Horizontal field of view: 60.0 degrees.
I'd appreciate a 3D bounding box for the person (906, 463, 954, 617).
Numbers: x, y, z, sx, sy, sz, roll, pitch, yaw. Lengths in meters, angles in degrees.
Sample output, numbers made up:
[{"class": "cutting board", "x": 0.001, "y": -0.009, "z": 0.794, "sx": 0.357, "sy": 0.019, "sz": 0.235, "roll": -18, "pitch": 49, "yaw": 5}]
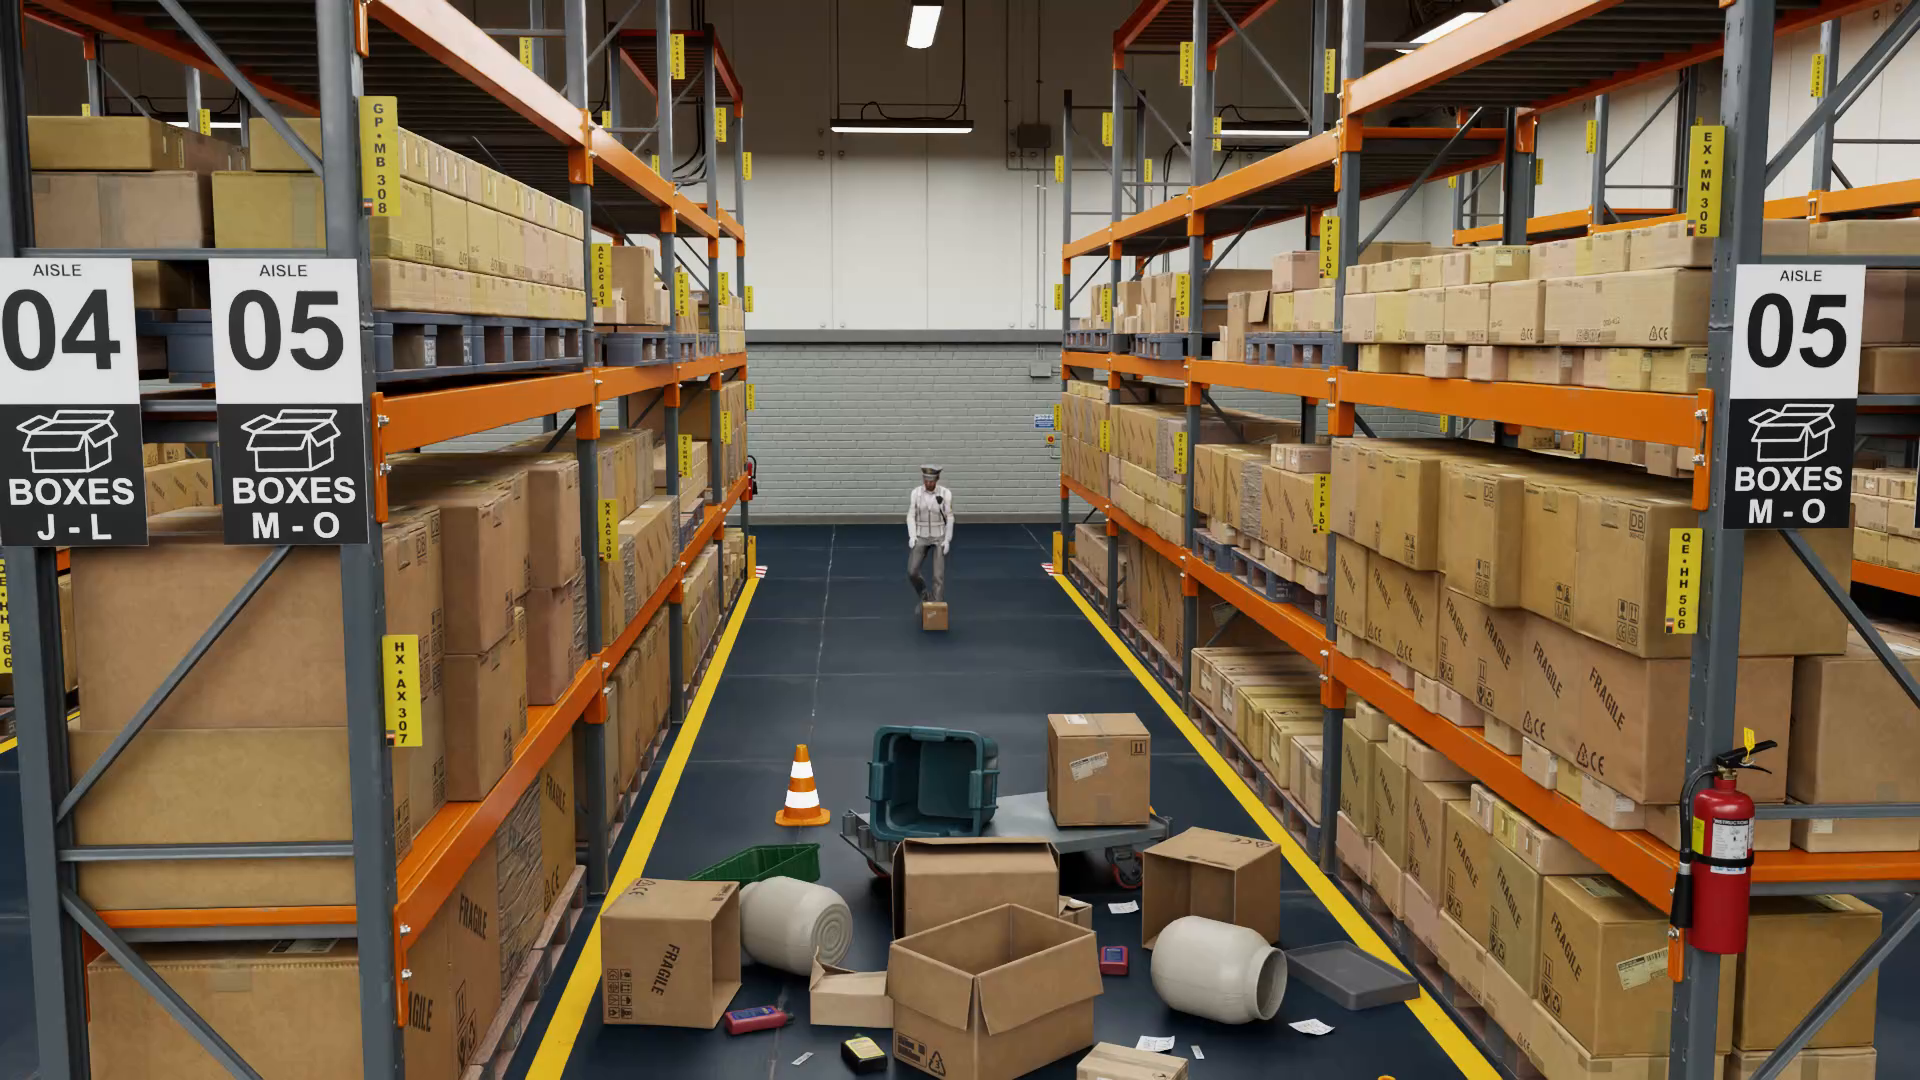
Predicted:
[{"class": "person", "x": -0.314, "y": 0.022, "z": 17.459, "sx": 0.500, "sy": 1.653, "sz": 0.548, "roll": 1, "pitch": 7, "yaw": 7}]
